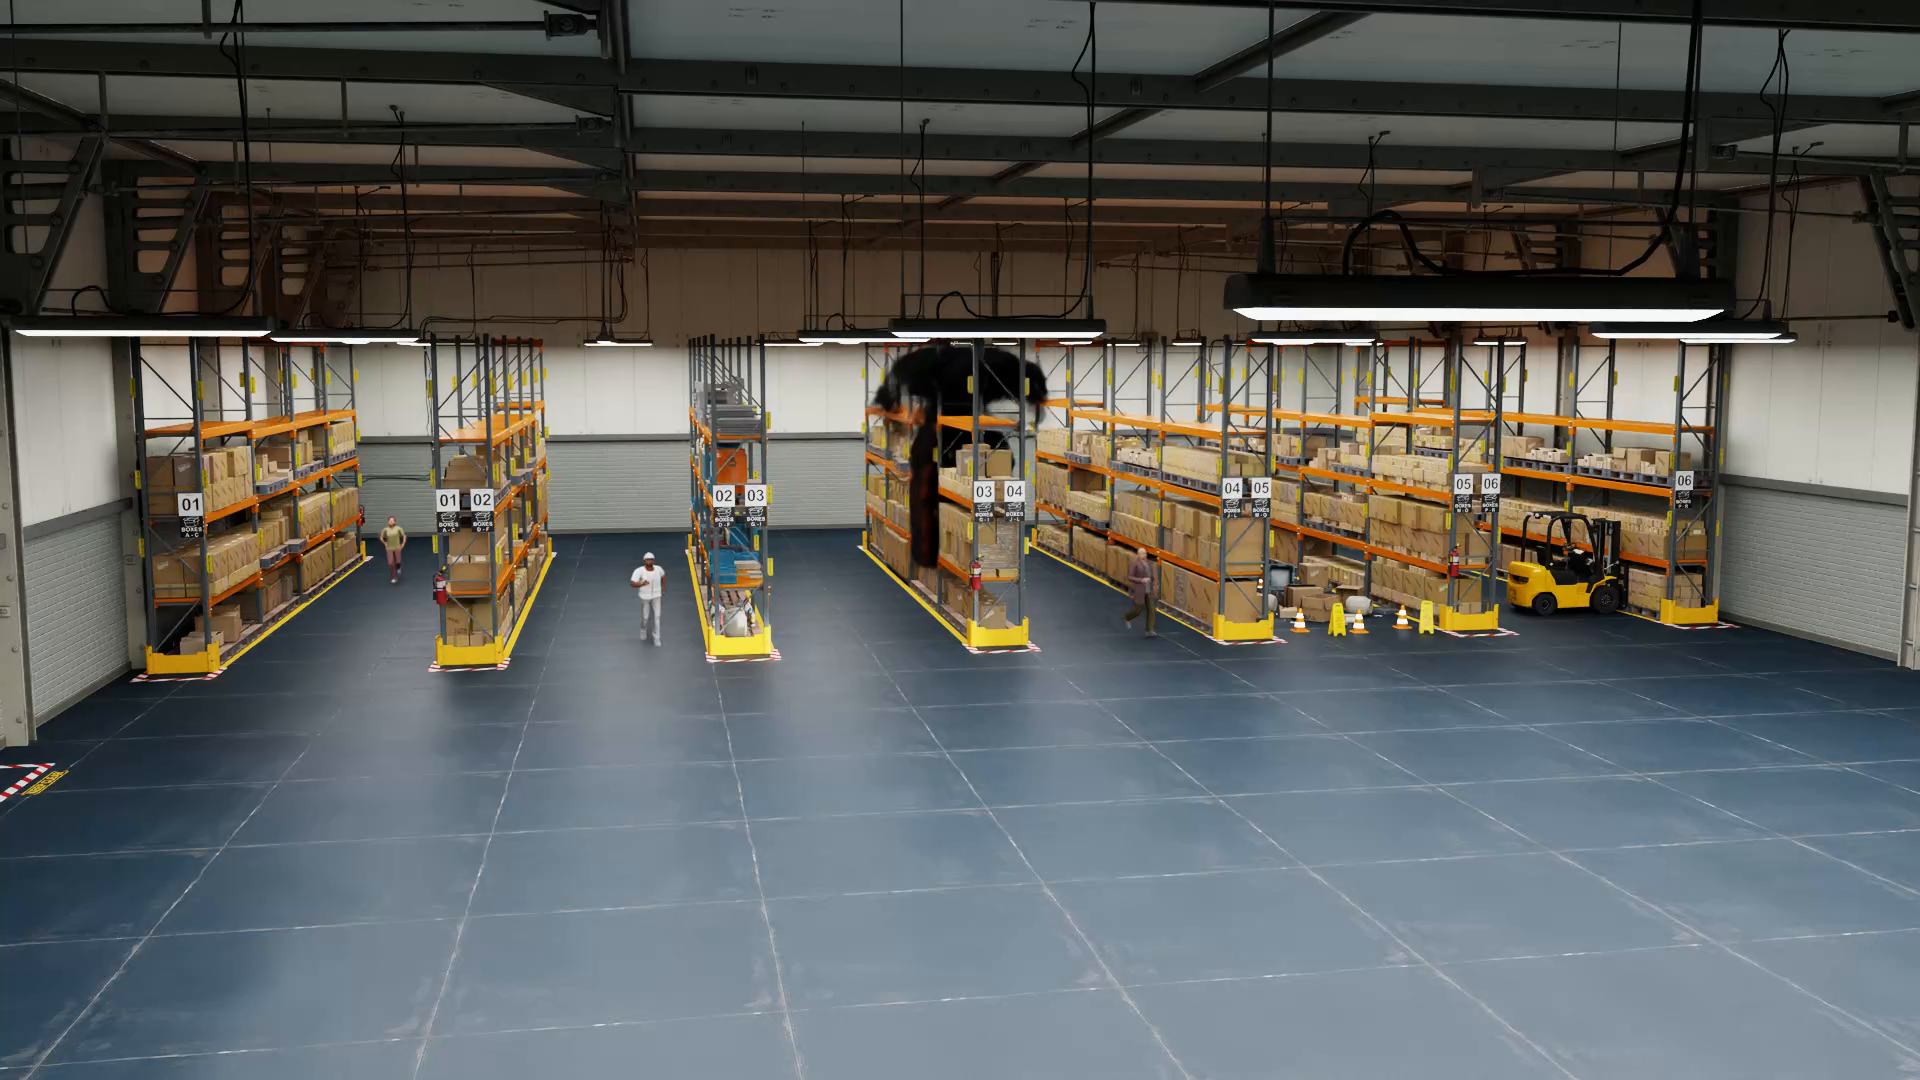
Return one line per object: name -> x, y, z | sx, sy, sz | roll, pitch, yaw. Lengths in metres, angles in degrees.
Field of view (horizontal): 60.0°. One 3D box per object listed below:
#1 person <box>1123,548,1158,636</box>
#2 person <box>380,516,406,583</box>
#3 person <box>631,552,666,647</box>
person -> 3.658, 1.034, 33.361 | 0.730, 1.751, 0.949 | -4, 8, -31
person -> -13.985, 0.226, 41.031 | 0.620, 1.626, 0.515 | -2, 7, -17
person -> -6.030, 1.130, 32.270 | 0.741, 1.792, 0.899 | -3, 7, -25
